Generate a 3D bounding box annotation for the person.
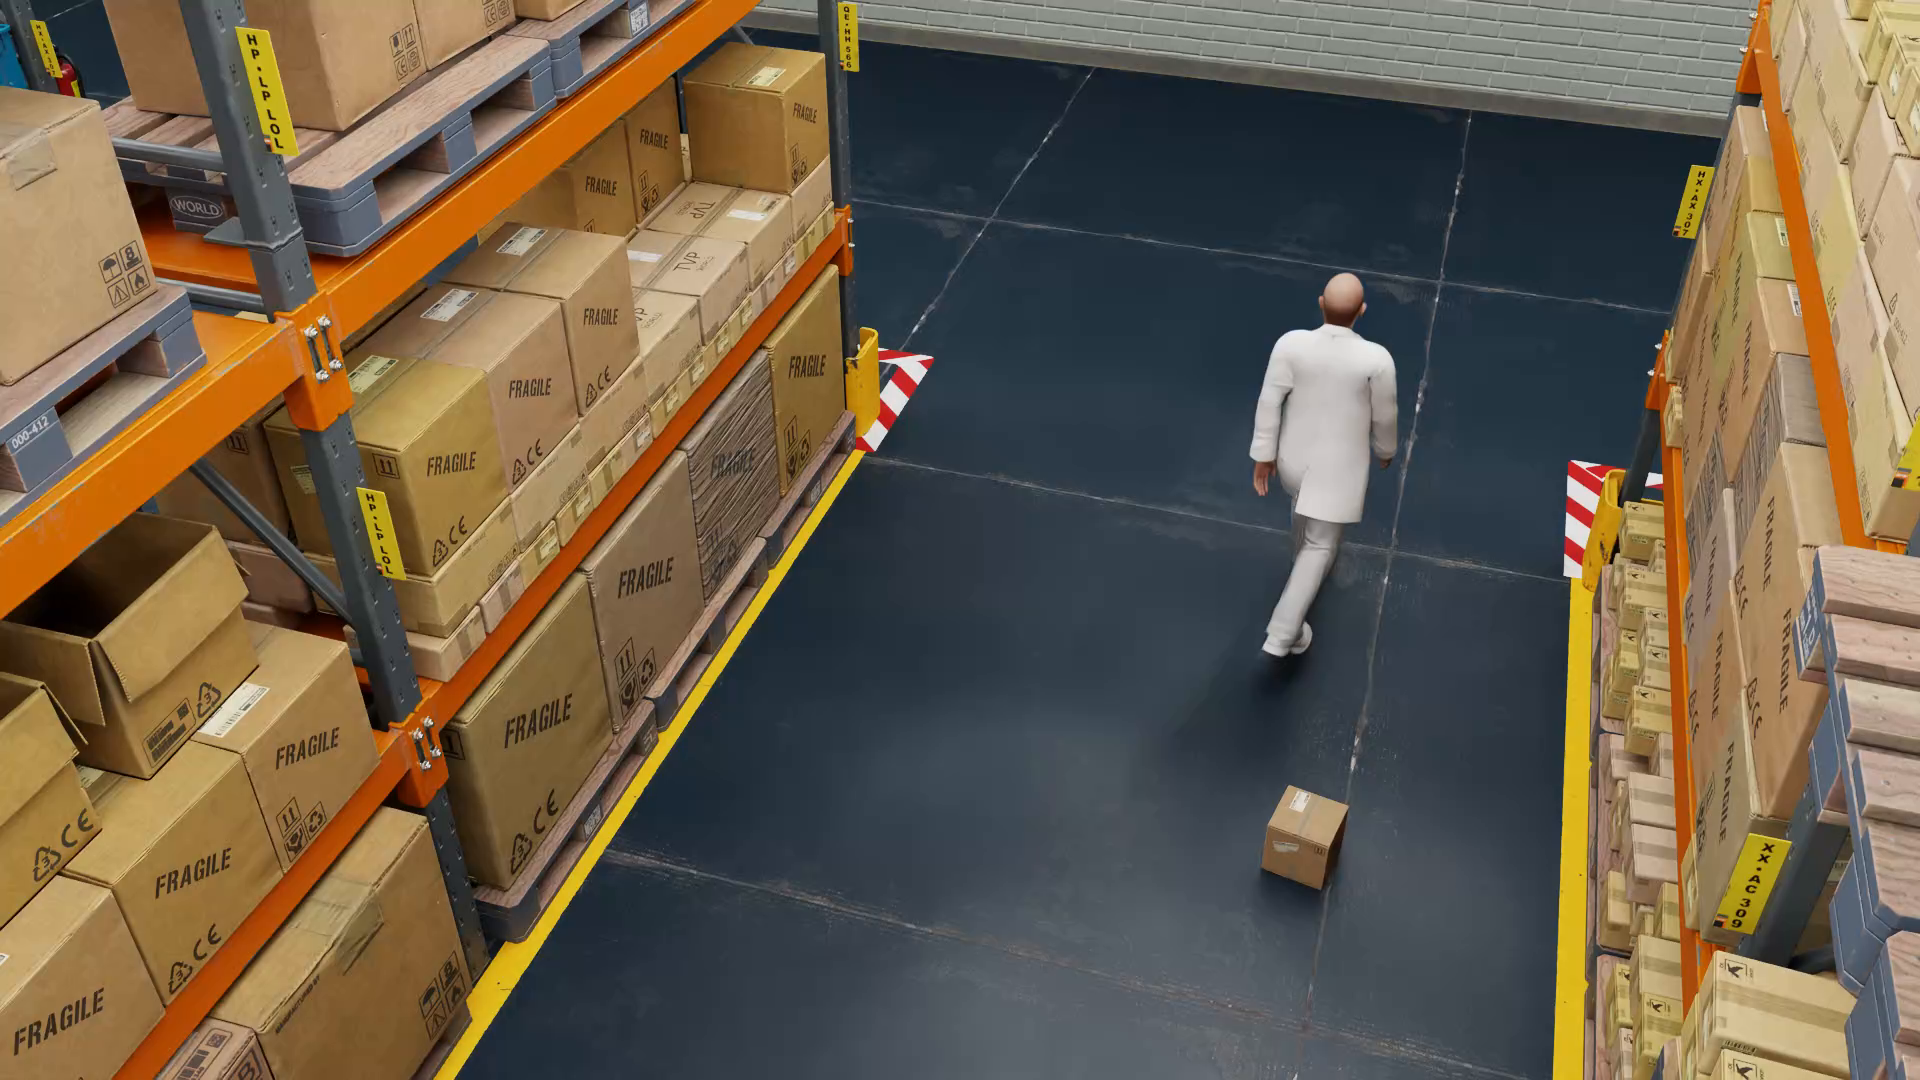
[{"bbox_3d":[1.608,-0.375,7.411,0.576,1.724,1.177,20,41,25],"label":"person"}]
